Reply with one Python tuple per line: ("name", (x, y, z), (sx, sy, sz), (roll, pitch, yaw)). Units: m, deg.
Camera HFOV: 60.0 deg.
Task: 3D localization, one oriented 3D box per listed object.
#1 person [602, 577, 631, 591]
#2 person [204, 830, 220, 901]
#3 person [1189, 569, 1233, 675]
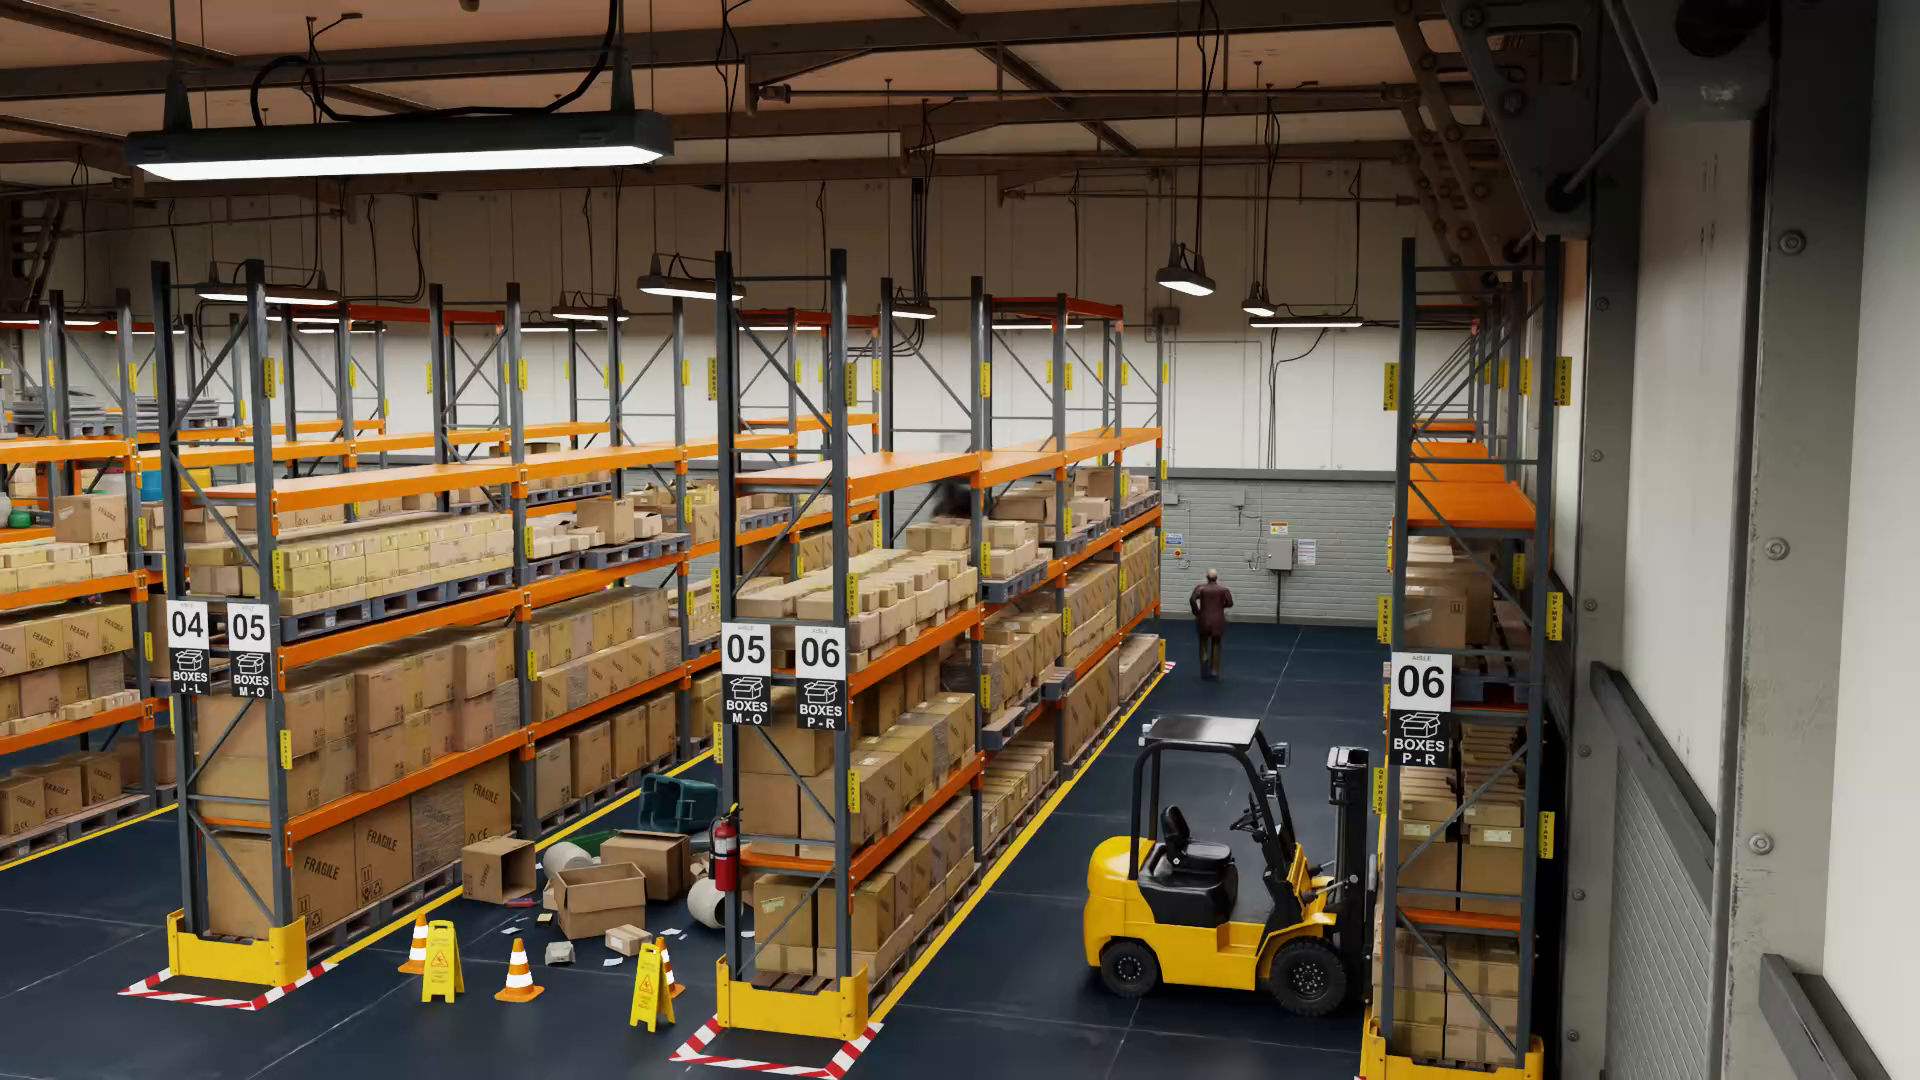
("person", (-5.728, 1.356, 27.790), (0.685, 1.773, 0.877), (1, 6, 8))
("person", (-7.170, 2.621, 16.270), (0.625, 1.660, 0.767), (1, 6, 7))
("person", (4.170, 1.365, 27.657), (0.723, 1.798, 0.668), (1, 6, 7))
